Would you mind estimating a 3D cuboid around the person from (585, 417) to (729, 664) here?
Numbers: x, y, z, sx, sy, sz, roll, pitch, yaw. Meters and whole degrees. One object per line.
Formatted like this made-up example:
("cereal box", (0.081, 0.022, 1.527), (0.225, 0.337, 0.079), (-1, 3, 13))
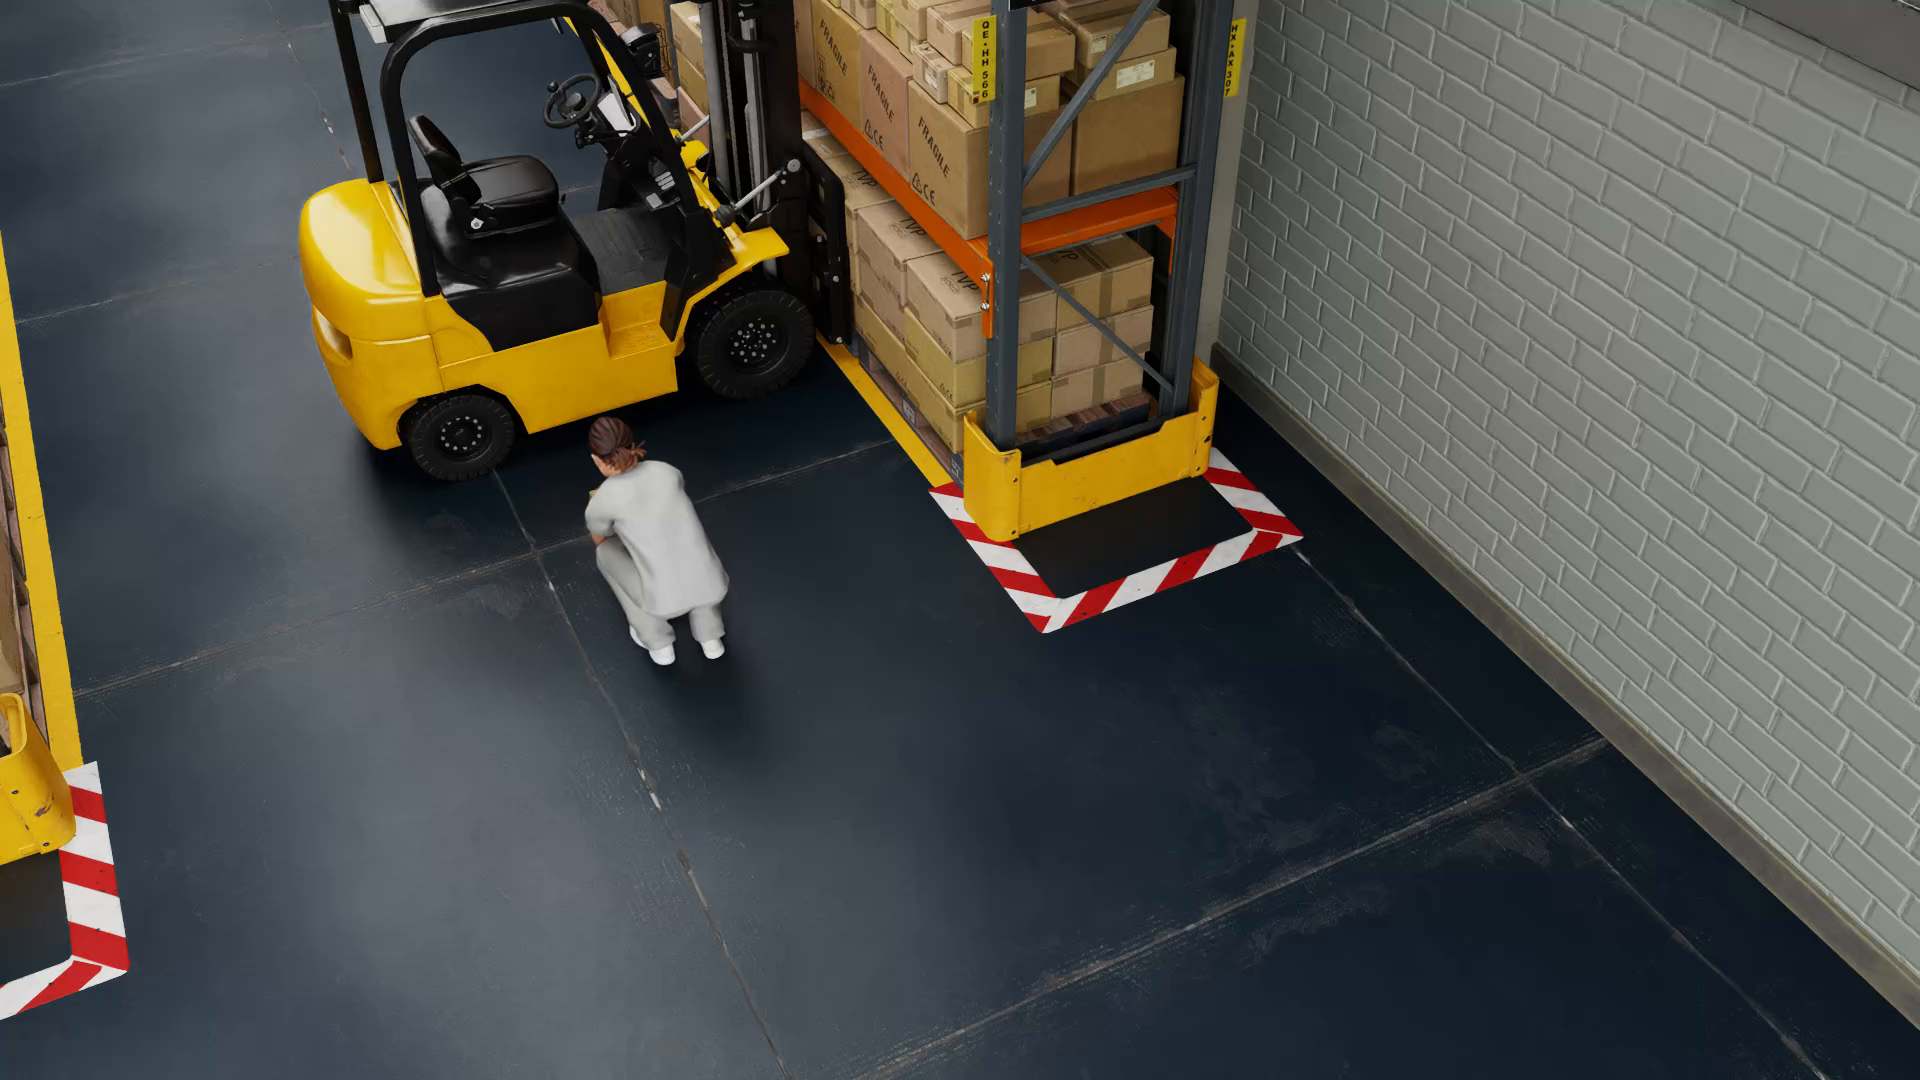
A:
("person", (-1.241, 0.004, 6.711), (0.466, 0.950, 0.815), (-20, 45, -21))
